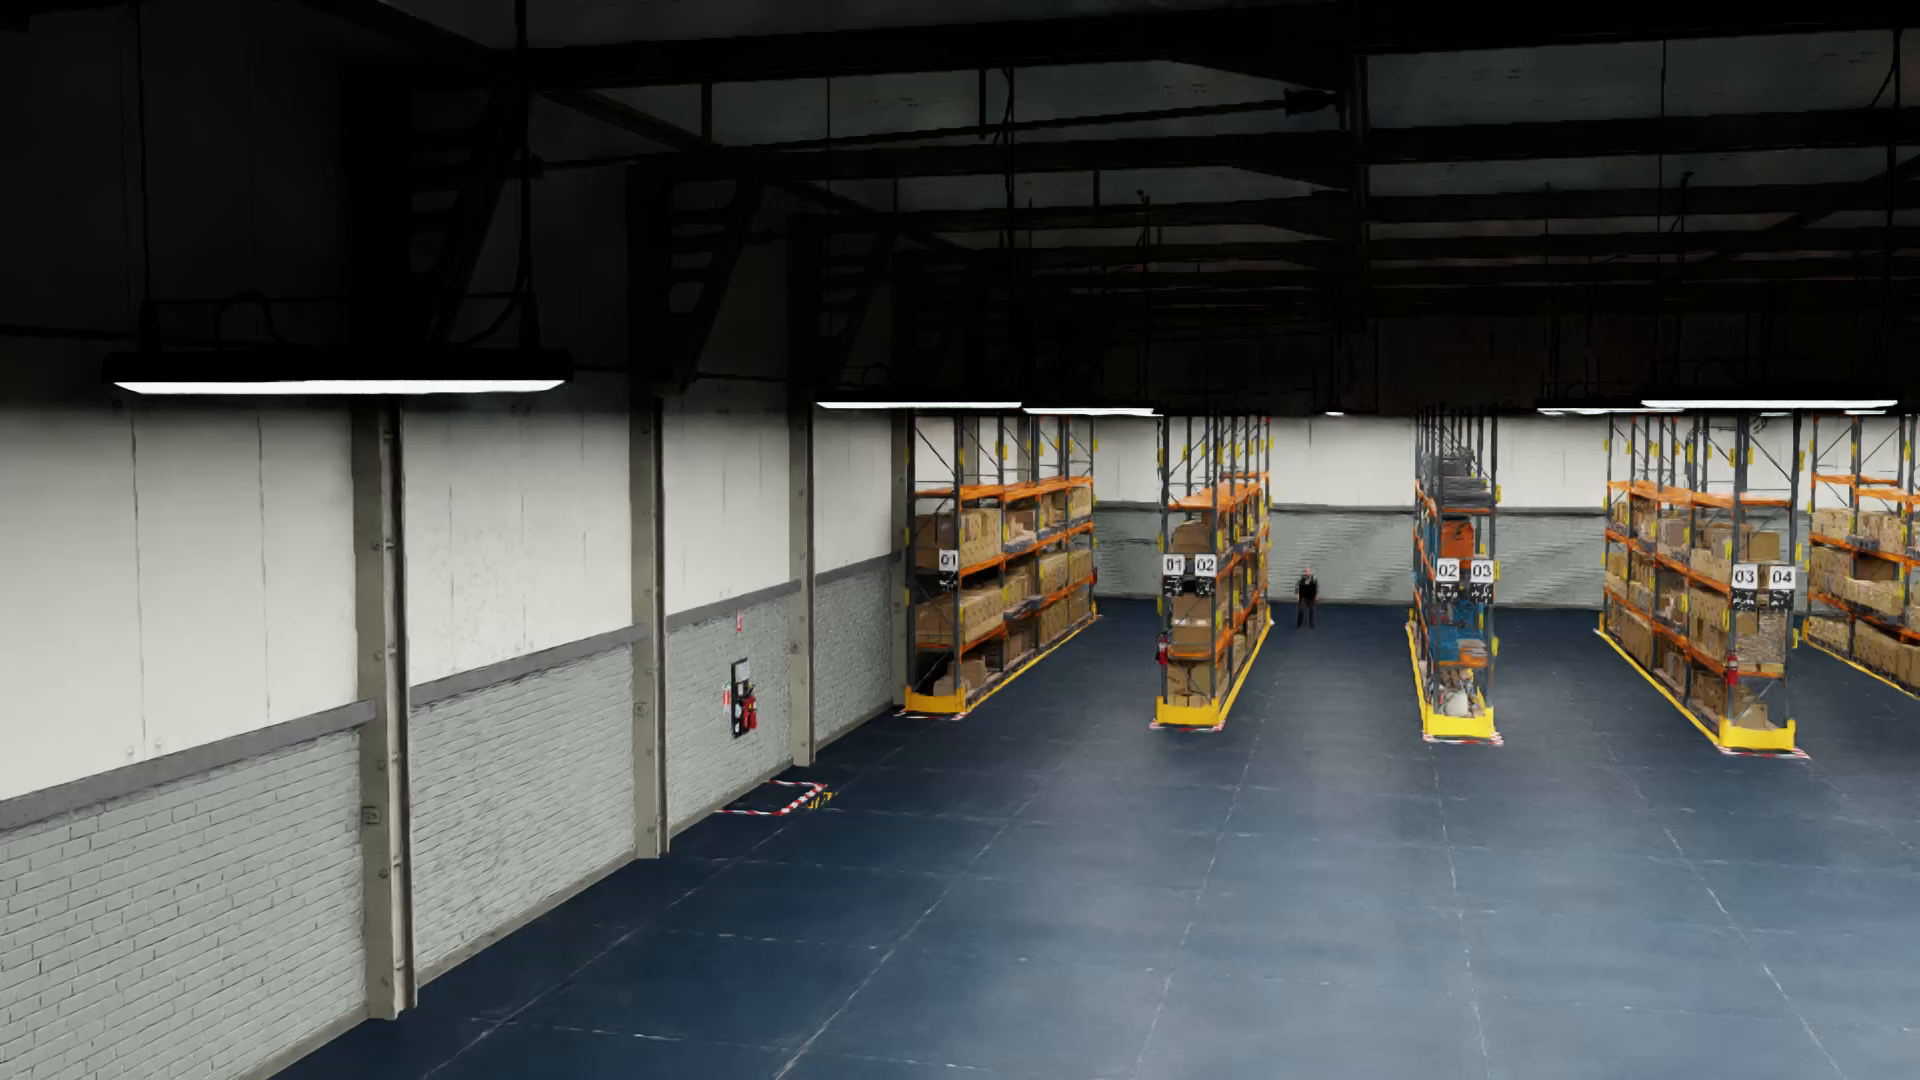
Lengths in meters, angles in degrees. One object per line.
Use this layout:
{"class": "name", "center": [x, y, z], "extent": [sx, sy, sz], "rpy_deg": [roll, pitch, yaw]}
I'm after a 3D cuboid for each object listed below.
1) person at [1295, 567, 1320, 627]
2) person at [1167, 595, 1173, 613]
{"class": "person", "center": [9.537, 1.569, 45.697], "extent": [0.677, 1.674, 0.534], "rpy_deg": [1, 4, 11]}
{"class": "person", "center": [6.199, 1.357, 48.953], "extent": [0.421, 1.590, 0.566], "rpy_deg": [4, 6, 42]}
